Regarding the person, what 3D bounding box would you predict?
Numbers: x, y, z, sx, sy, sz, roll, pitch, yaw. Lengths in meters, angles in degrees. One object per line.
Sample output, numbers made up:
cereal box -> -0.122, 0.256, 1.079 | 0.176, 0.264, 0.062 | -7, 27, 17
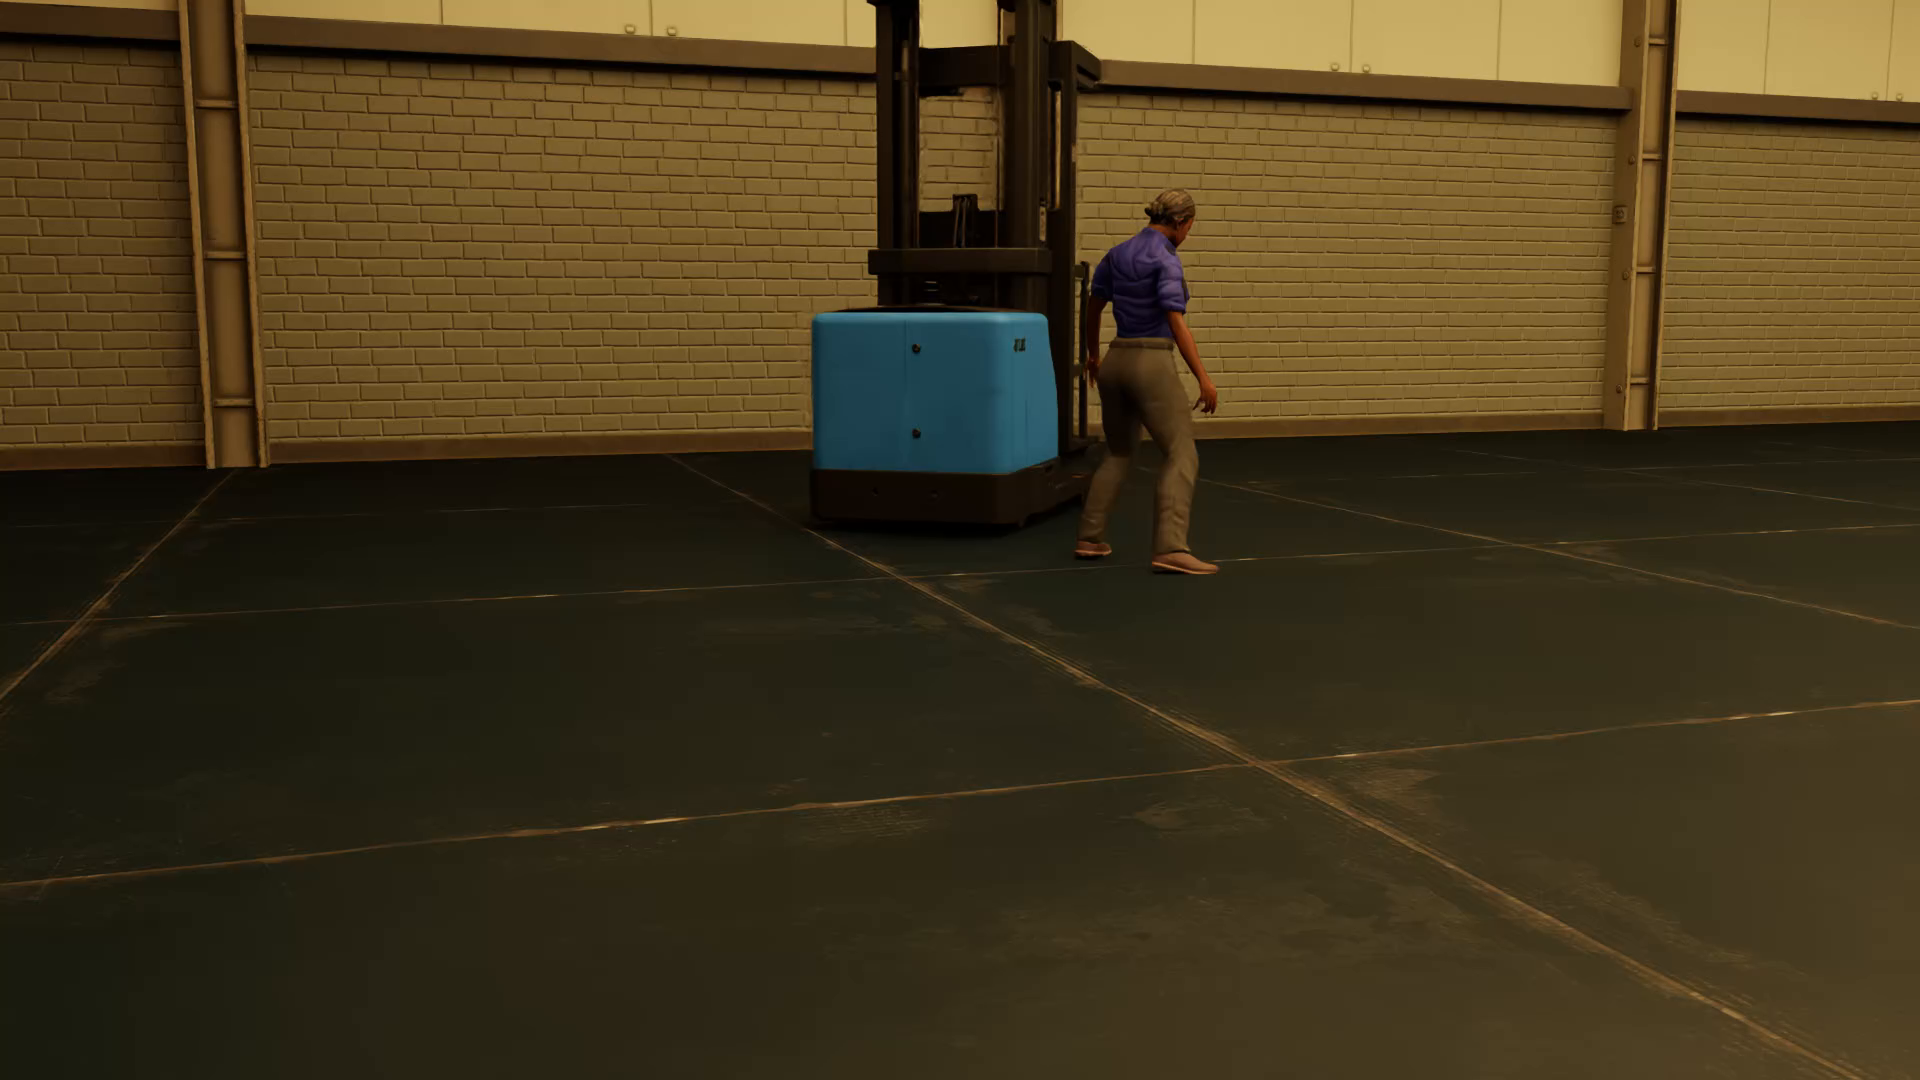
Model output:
person -> 0.802, -0.681, 7.112 | 0.373, 1.610, 0.847 | -5, 9, -34

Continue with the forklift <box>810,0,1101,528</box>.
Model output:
forklift -> 0.160, -1.669, 9.321 | 1.130, 2.935, 3.031 | 2, 8, 16
